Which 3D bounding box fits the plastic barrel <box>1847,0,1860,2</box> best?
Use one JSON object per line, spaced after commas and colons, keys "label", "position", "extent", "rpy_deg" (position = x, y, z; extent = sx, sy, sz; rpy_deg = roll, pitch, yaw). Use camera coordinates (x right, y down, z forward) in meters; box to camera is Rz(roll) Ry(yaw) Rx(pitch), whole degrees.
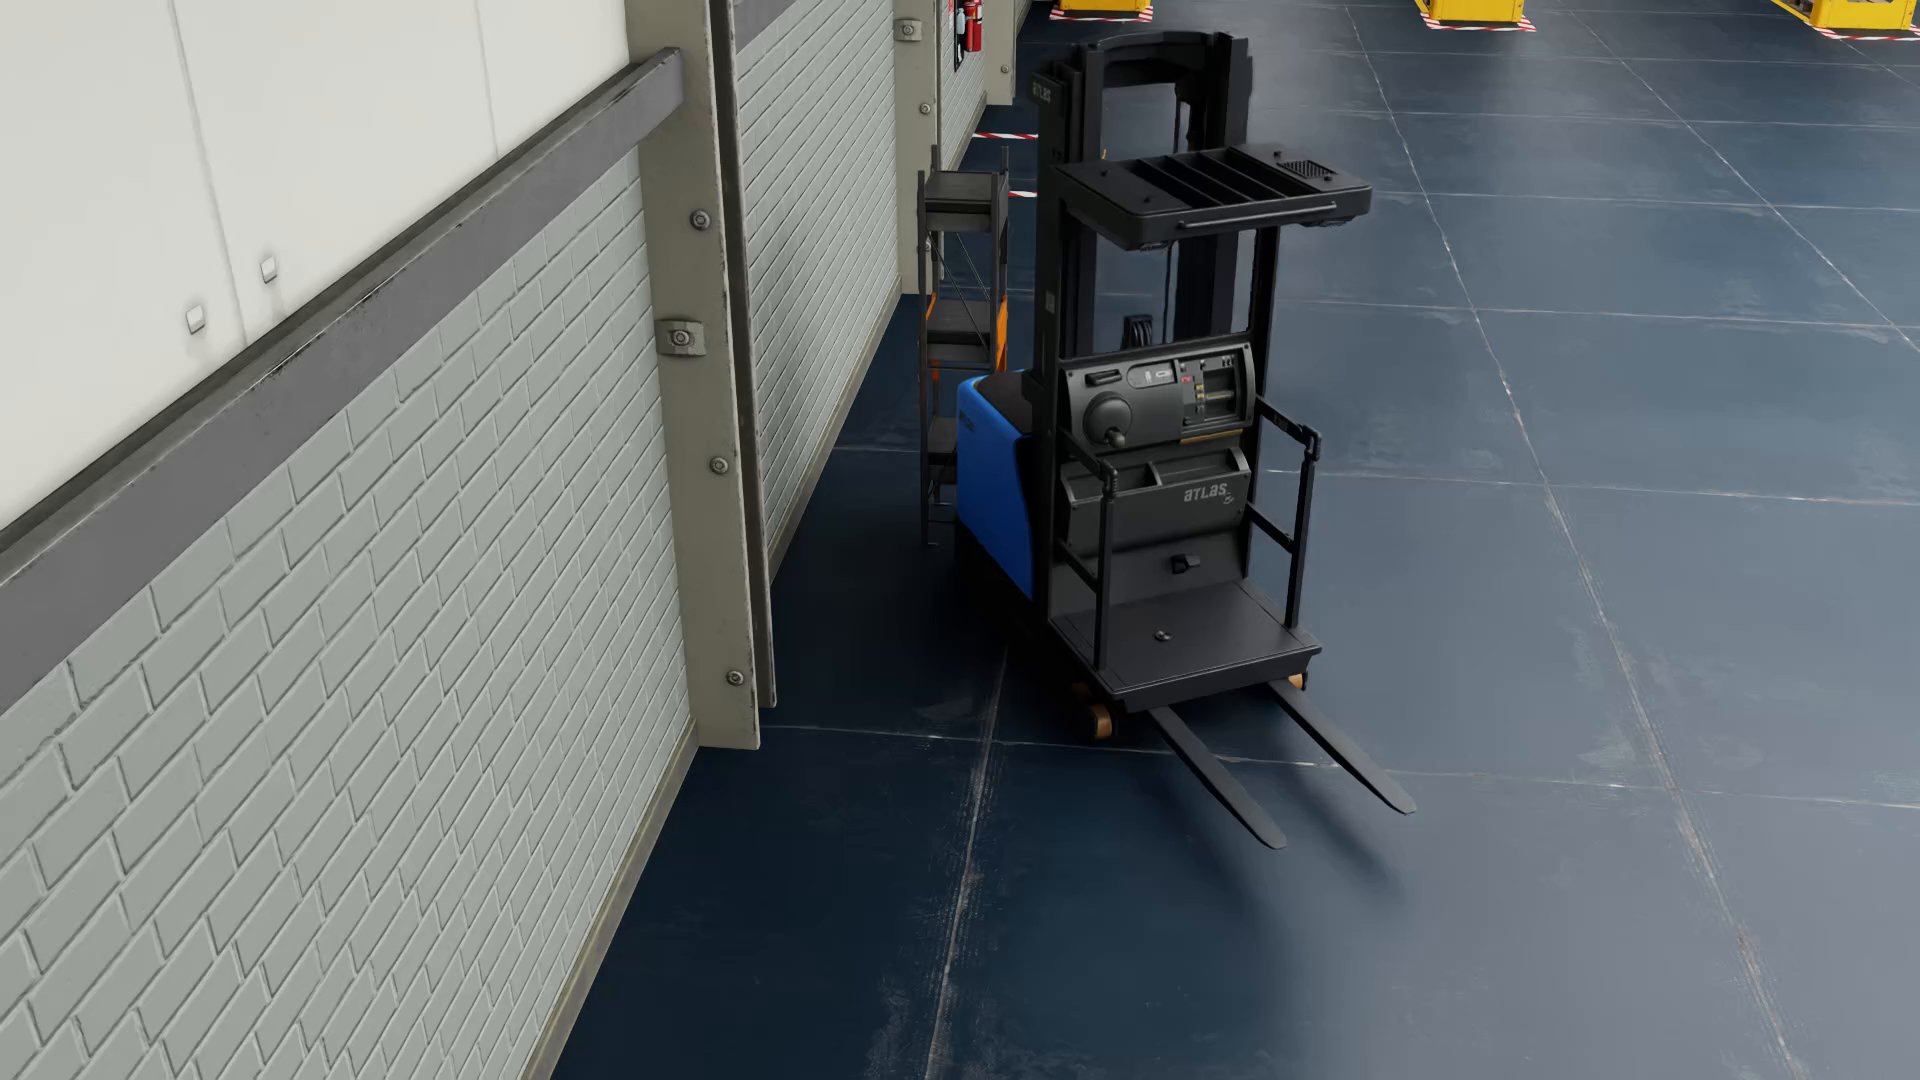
{"label": "plastic barrel", "position": [11.775, -7.398, 21.999], "extent": [0.421, 0.512, 0.421], "rpy_deg": [0, 28, 0]}

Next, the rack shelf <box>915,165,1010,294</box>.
{"label": "rack shelf", "position": [0.020, -1.607, 8.571], "extent": [0.431, 0.518, 0.480], "rpy_deg": [3, 28, 6]}

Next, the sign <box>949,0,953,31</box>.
{"label": "sign", "position": [-0.081, -4.725, 14.821], "extent": [0.001, 0.329, 0.234], "rpy_deg": [3, 28, 6]}

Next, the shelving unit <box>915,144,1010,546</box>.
{"label": "shelving unit", "position": [0.020, -1.002, 8.897], "extent": [0.431, 2.100, 0.503], "rpy_deg": [3, 28, 6]}

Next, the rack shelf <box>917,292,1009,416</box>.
{"label": "rack shelf", "position": [0.020, -0.990, 8.903], "extent": [0.431, 0.518, 0.480], "rpy_deg": [3, 28, 6]}

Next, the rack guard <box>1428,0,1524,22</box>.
{"label": "rack guard", "position": [6.852, -7.172, 22.035], "extent": [1.175, 0.500, 0.348], "rpy_deg": [3, 28, 6]}

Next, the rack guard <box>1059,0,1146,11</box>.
{"label": "rack guard", "position": [1.947, -7.505, 22.653], "extent": [1.175, 0.500, 0.348], "rpy_deg": [3, 28, 6]}

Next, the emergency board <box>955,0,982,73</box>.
{"label": "emergency board", "position": [0.089, -4.964, 15.302], "extent": [0.194, 1.169, 0.643], "rpy_deg": [3, 28, 6]}

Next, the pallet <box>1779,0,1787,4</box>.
{"label": "pallet", "position": [11.990, -7.759, 23.430], "extent": [1.003, 0.211, 1.213], "rpy_deg": [3, 28, 6]}

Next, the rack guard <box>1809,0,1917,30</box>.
{"label": "rack guard", "position": [11.733, -6.932, 21.590], "extent": [1.175, 0.500, 0.348], "rpy_deg": [3, 28, 6]}

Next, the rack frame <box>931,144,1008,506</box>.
{"label": "rack frame", "position": [0.050, -1.117, 9.110], "extent": [0.400, 2.100, 0.015], "rpy_deg": [3, 28, 6]}

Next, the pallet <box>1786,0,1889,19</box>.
{"label": "pallet", "position": [11.838, -7.187, 22.367], "extent": [1.003, 0.211, 1.213], "rpy_deg": [3, 28, 6]}

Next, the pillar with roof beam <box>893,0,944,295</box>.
{"label": "pillar with roof beam", "position": [3.967, -5.692, 10.327], "extent": [9.100, 9.000, 0.400], "rpy_deg": [3, 28, 6]}

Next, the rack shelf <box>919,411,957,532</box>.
{"label": "rack shelf", "position": [0.020, -0.374, 9.235], "extent": [0.431, 0.518, 0.480], "rpy_deg": [3, 28, 6]}

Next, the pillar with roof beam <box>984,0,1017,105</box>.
{"label": "pillar with roof beam", "position": [4.702, -8.516, 15.569], "extent": [9.100, 9.000, 0.400], "rpy_deg": [3, 28, 6]}

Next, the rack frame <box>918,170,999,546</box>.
{"label": "rack frame", "position": [-0.010, -0.887, 8.684], "extent": [0.400, 2.100, 0.015], "rpy_deg": [3, 28, 6]}

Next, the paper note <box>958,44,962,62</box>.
{"label": "paper note", "position": [-0.001, -4.497, 15.363], "extent": [0.016, 0.148, 0.142], "rpy_deg": [3, 28, 6]}

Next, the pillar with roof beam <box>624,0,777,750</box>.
{"label": "pillar with roof beam", "position": [3.232, -2.867, 5.085], "extent": [9.100, 9.000, 0.400], "rpy_deg": [3, 28, 6]}

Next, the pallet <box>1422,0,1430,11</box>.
{"label": "pallet", "position": [6.907, -7.418, 22.797], "extent": [1.003, 0.211, 1.213], "rpy_deg": [3, 28, 6]}

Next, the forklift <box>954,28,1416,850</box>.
{"label": "forklift", "position": [0.984, -0.606, 7.284], "extent": [1.130, 2.935, 3.031], "rpy_deg": [-11, 30, -19]}
